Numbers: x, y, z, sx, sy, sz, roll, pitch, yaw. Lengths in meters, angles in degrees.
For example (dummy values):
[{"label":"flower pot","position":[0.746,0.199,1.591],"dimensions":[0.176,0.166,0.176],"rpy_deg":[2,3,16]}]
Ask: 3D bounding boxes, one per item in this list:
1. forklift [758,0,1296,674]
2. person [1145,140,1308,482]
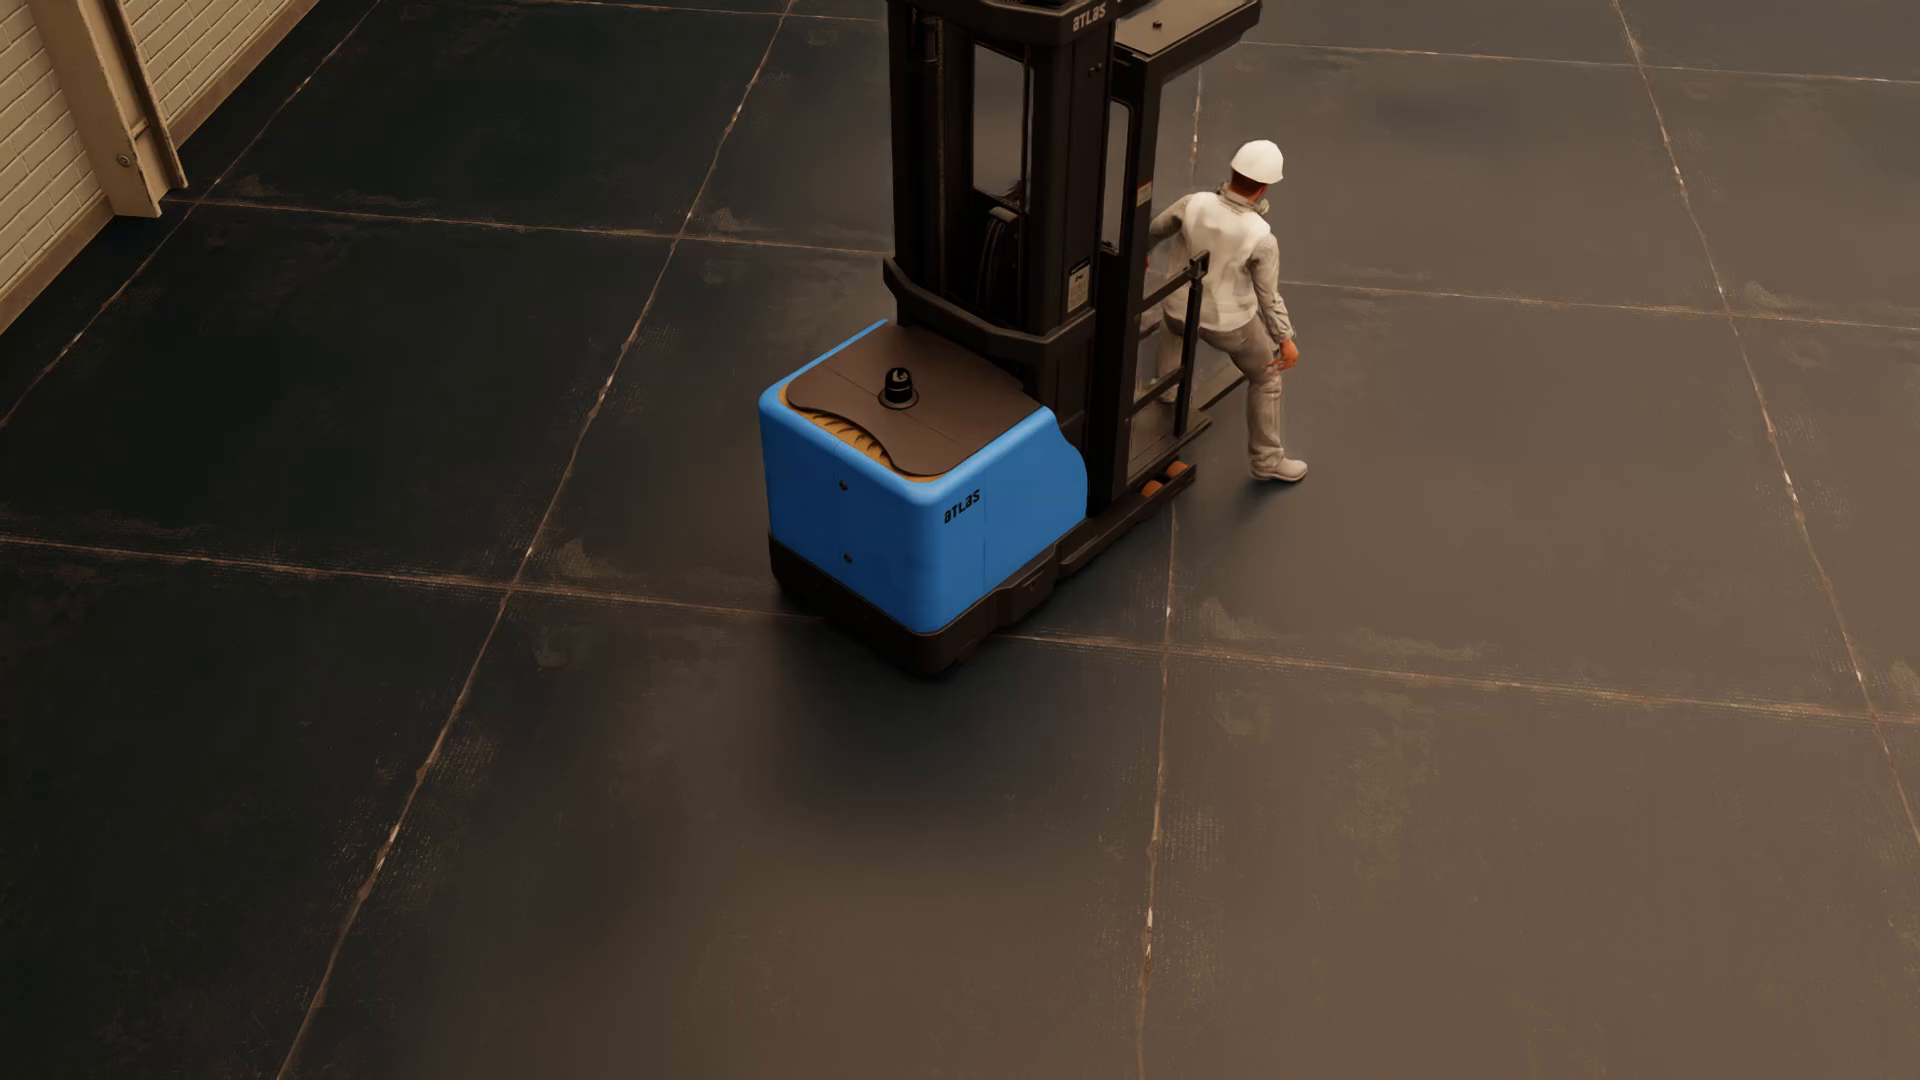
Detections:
[{"label":"forklift","position":[0.502,-1.412,7.262],"dimensions":[1.130,2.935,3.031],"rpy_deg":[32,51,30]},{"label":"person","position":[1.249,-1.106,7.830],"dimensions":[1.043,1.697,0.486],"rpy_deg":[23,47,23]}]
